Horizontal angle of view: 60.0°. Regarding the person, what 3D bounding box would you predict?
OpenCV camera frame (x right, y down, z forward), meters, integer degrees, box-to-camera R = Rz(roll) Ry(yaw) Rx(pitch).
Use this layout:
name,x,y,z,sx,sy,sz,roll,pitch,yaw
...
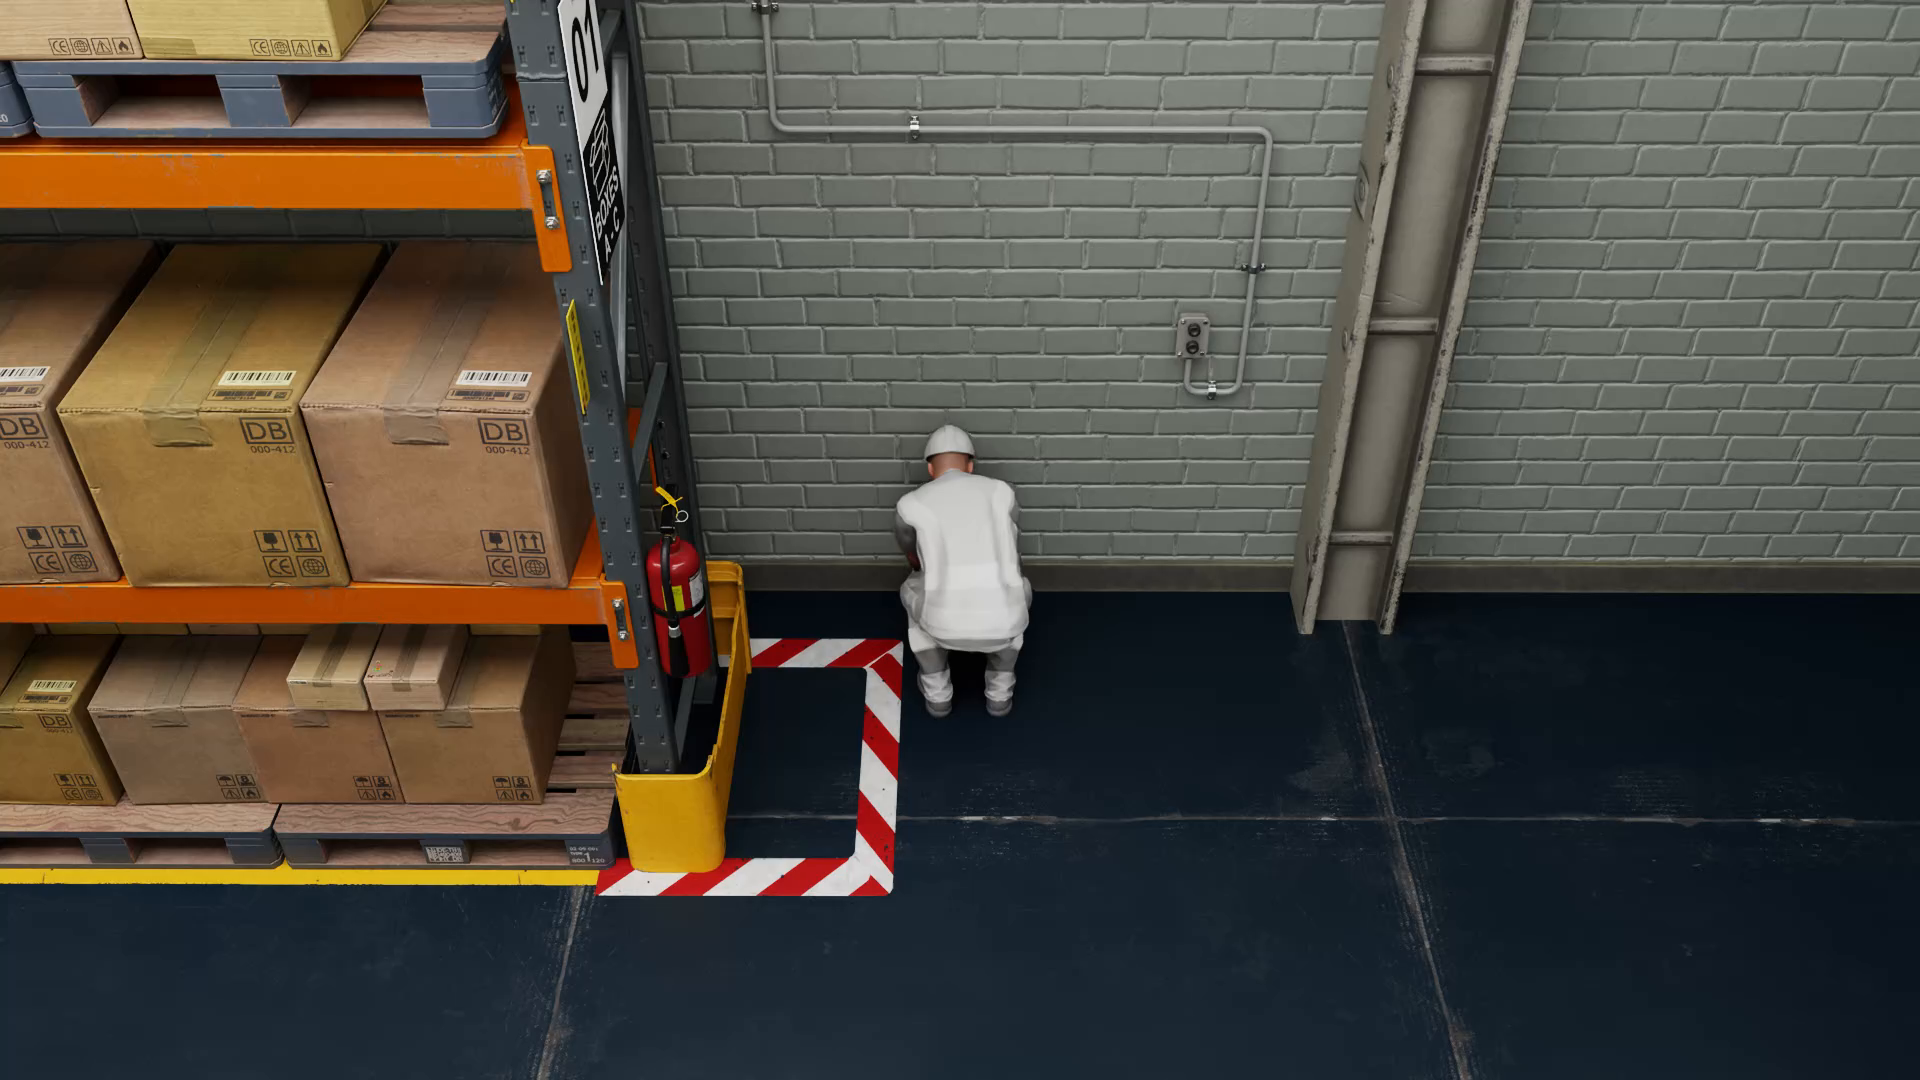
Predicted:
name,x,y,z,sx,sy,sz,roll,pitch,yaw
person,0.015,0.152,6.593,0.539,0.981,0.937,-2,39,-3
